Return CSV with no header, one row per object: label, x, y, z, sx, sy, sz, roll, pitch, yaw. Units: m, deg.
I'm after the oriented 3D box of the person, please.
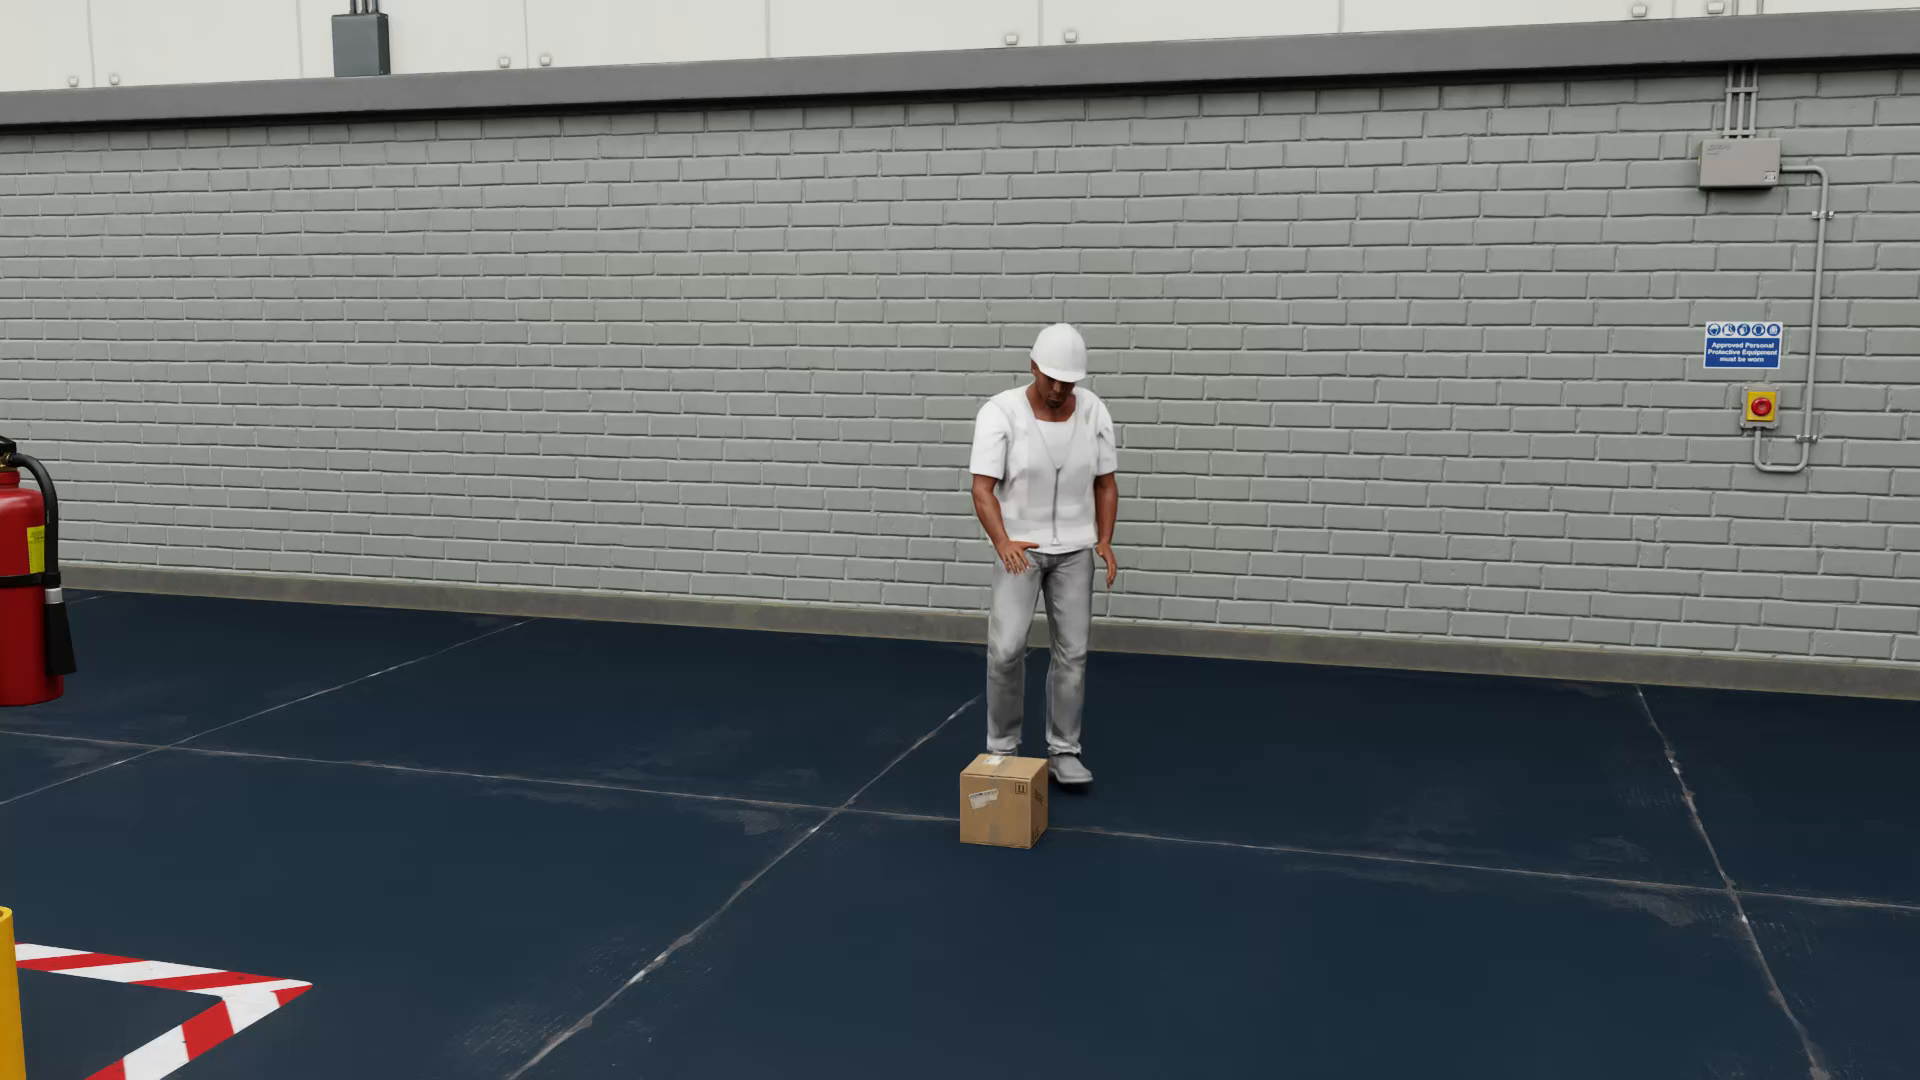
person,0.335,0.085,6.224,0.589,1.782,0.570,-2,9,-15
